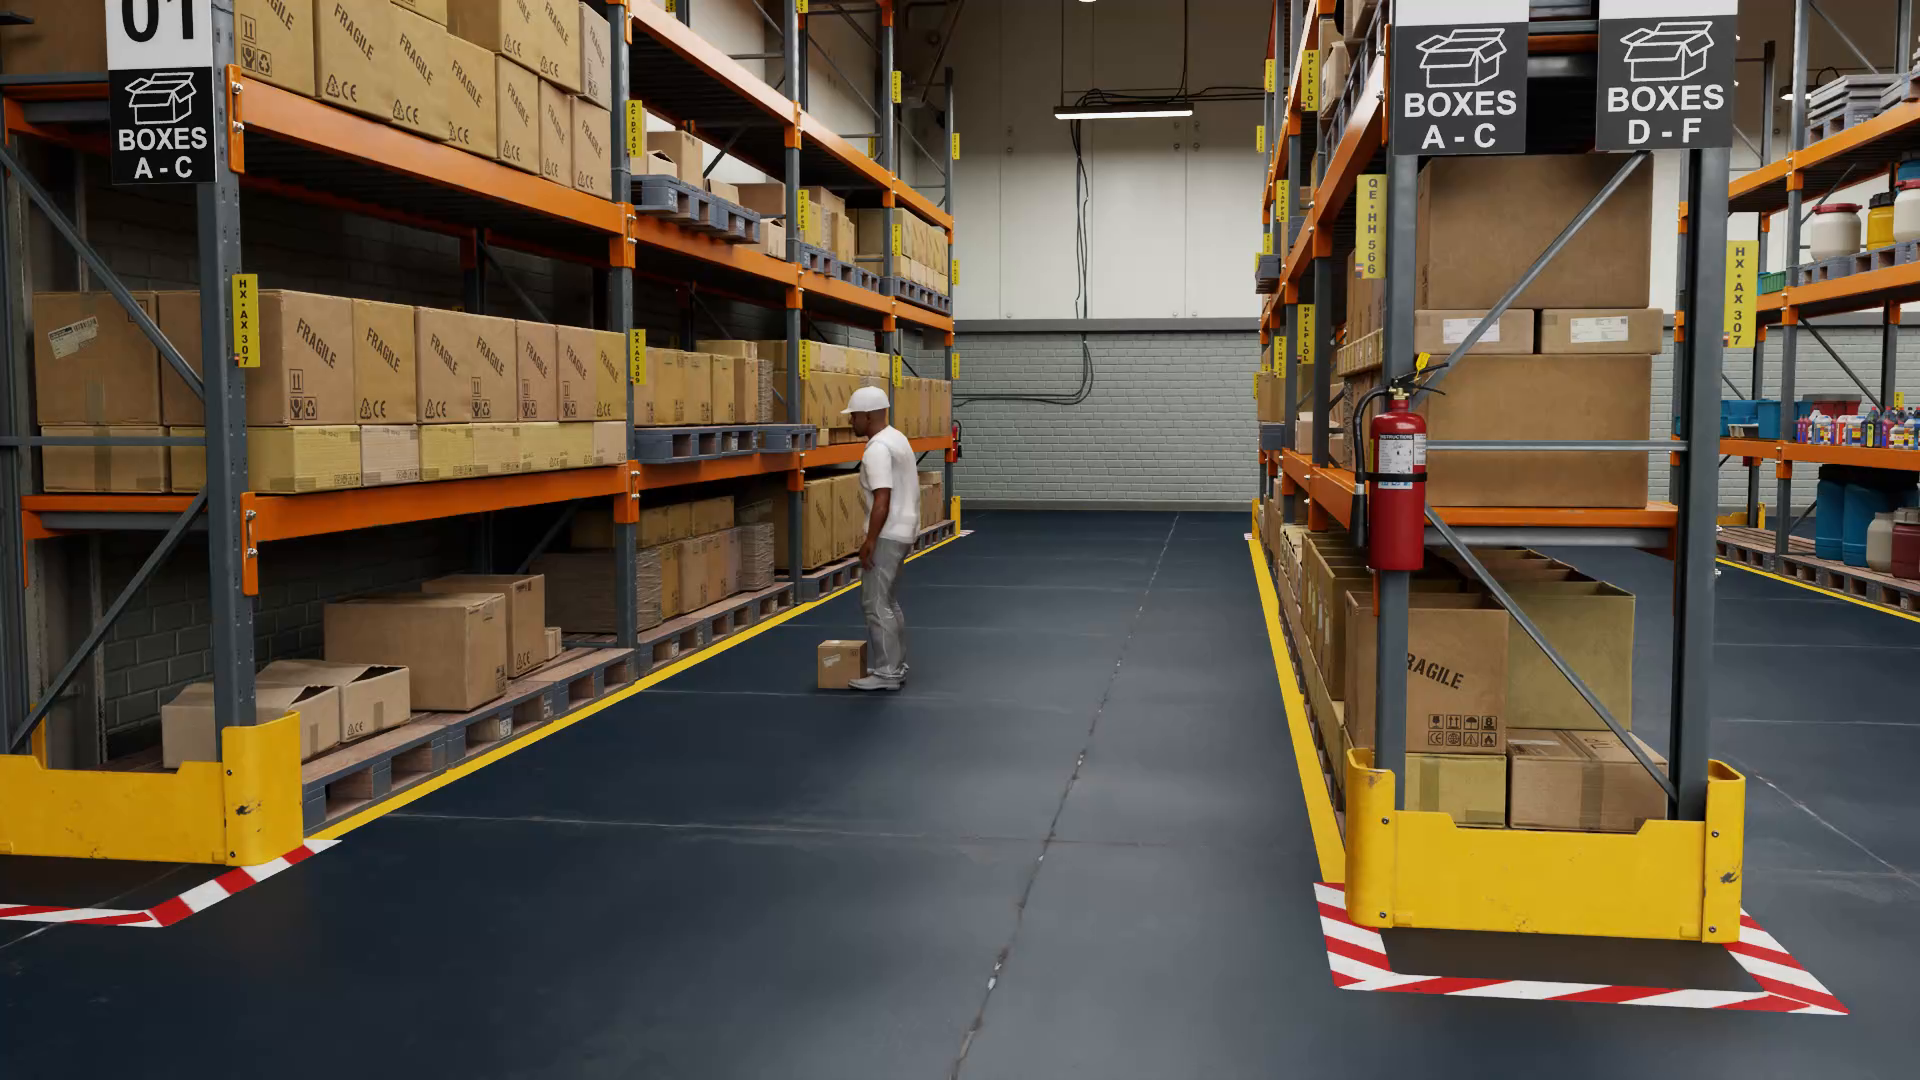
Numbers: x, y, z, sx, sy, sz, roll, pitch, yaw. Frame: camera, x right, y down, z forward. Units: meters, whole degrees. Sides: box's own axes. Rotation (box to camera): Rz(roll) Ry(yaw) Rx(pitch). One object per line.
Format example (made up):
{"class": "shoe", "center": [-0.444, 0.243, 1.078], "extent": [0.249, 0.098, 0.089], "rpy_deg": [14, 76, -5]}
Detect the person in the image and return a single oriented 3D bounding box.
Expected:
{"class": "person", "center": [-0.463, -0.016, 9.739], "extent": [0.461, 1.760, 0.626], "rpy_deg": [1, 4, 9]}
